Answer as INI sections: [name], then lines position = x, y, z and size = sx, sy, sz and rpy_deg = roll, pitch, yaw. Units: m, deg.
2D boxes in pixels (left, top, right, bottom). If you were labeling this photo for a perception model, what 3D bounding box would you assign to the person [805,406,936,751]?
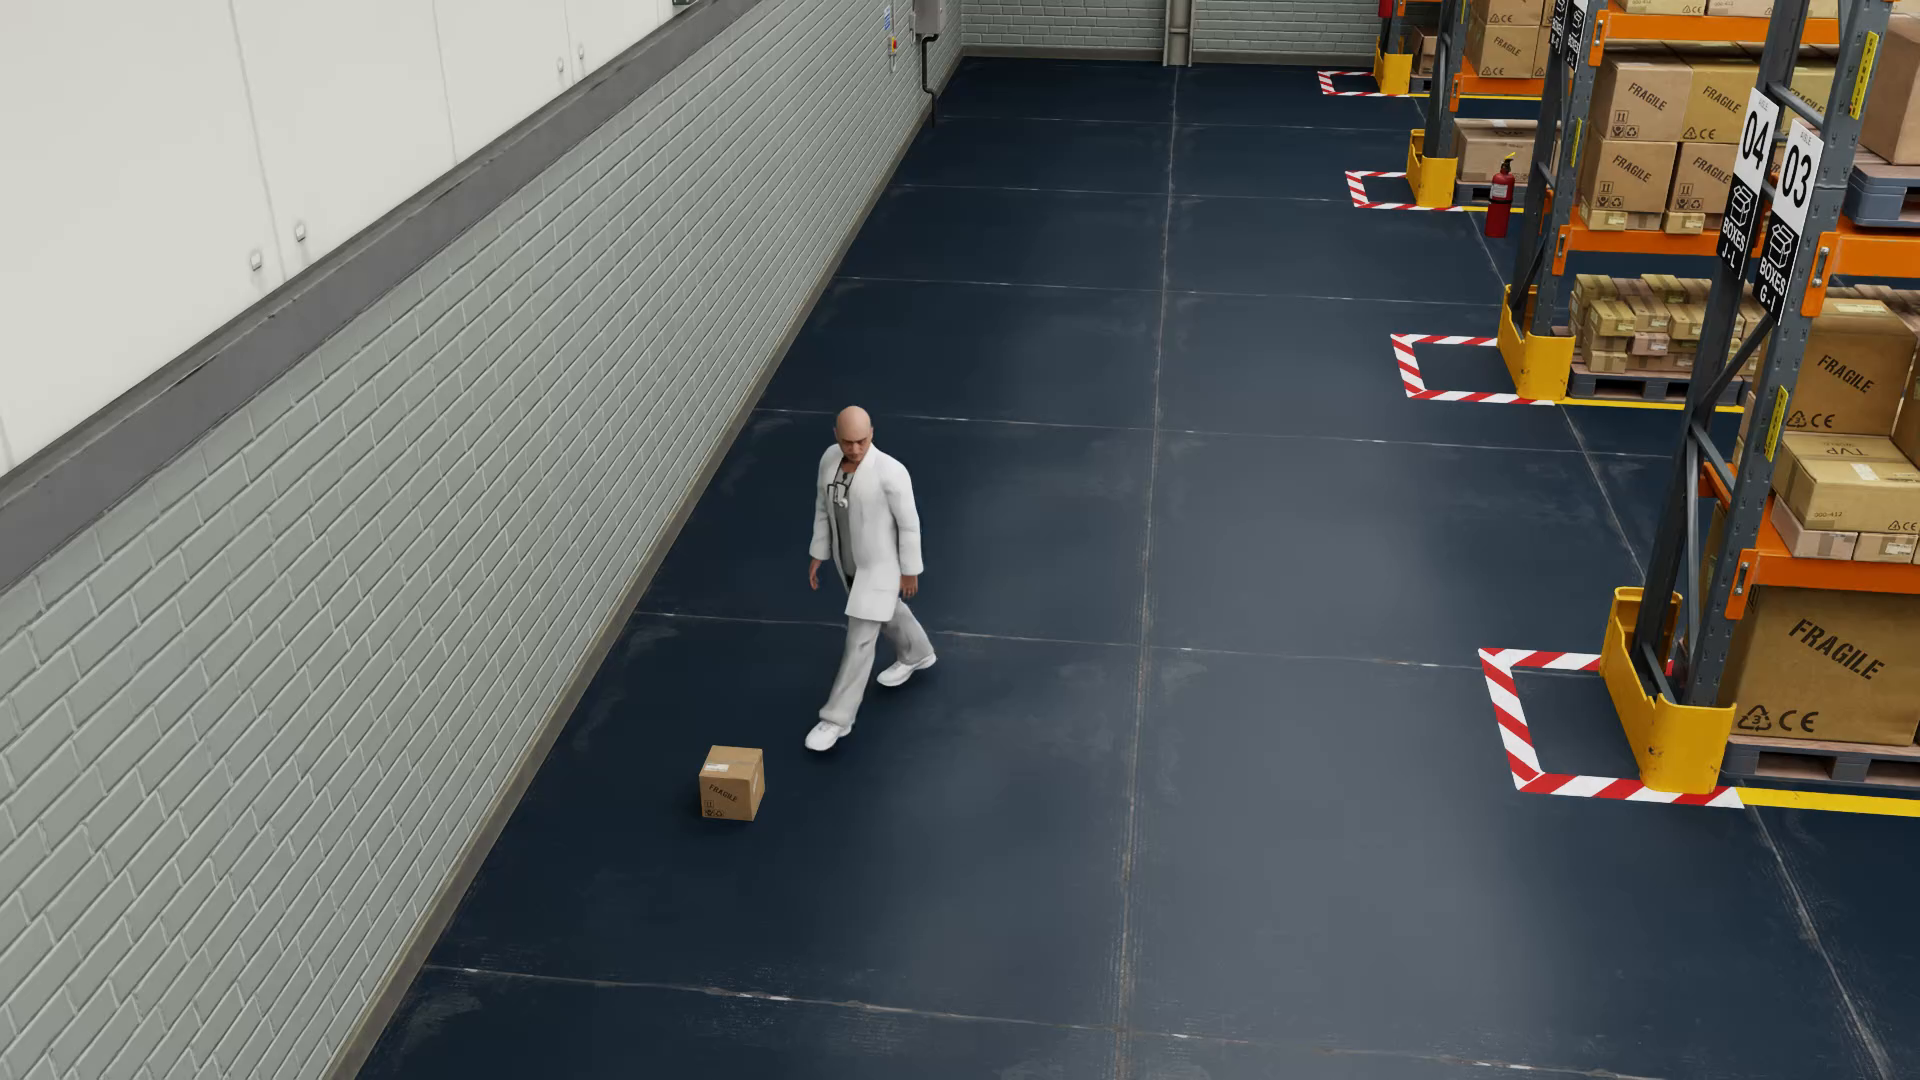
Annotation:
[person]
position = -0.496, 0.118, 8.393
size = 1.067, 1.730, 0.591
rpy_deg = -24, 36, -38
